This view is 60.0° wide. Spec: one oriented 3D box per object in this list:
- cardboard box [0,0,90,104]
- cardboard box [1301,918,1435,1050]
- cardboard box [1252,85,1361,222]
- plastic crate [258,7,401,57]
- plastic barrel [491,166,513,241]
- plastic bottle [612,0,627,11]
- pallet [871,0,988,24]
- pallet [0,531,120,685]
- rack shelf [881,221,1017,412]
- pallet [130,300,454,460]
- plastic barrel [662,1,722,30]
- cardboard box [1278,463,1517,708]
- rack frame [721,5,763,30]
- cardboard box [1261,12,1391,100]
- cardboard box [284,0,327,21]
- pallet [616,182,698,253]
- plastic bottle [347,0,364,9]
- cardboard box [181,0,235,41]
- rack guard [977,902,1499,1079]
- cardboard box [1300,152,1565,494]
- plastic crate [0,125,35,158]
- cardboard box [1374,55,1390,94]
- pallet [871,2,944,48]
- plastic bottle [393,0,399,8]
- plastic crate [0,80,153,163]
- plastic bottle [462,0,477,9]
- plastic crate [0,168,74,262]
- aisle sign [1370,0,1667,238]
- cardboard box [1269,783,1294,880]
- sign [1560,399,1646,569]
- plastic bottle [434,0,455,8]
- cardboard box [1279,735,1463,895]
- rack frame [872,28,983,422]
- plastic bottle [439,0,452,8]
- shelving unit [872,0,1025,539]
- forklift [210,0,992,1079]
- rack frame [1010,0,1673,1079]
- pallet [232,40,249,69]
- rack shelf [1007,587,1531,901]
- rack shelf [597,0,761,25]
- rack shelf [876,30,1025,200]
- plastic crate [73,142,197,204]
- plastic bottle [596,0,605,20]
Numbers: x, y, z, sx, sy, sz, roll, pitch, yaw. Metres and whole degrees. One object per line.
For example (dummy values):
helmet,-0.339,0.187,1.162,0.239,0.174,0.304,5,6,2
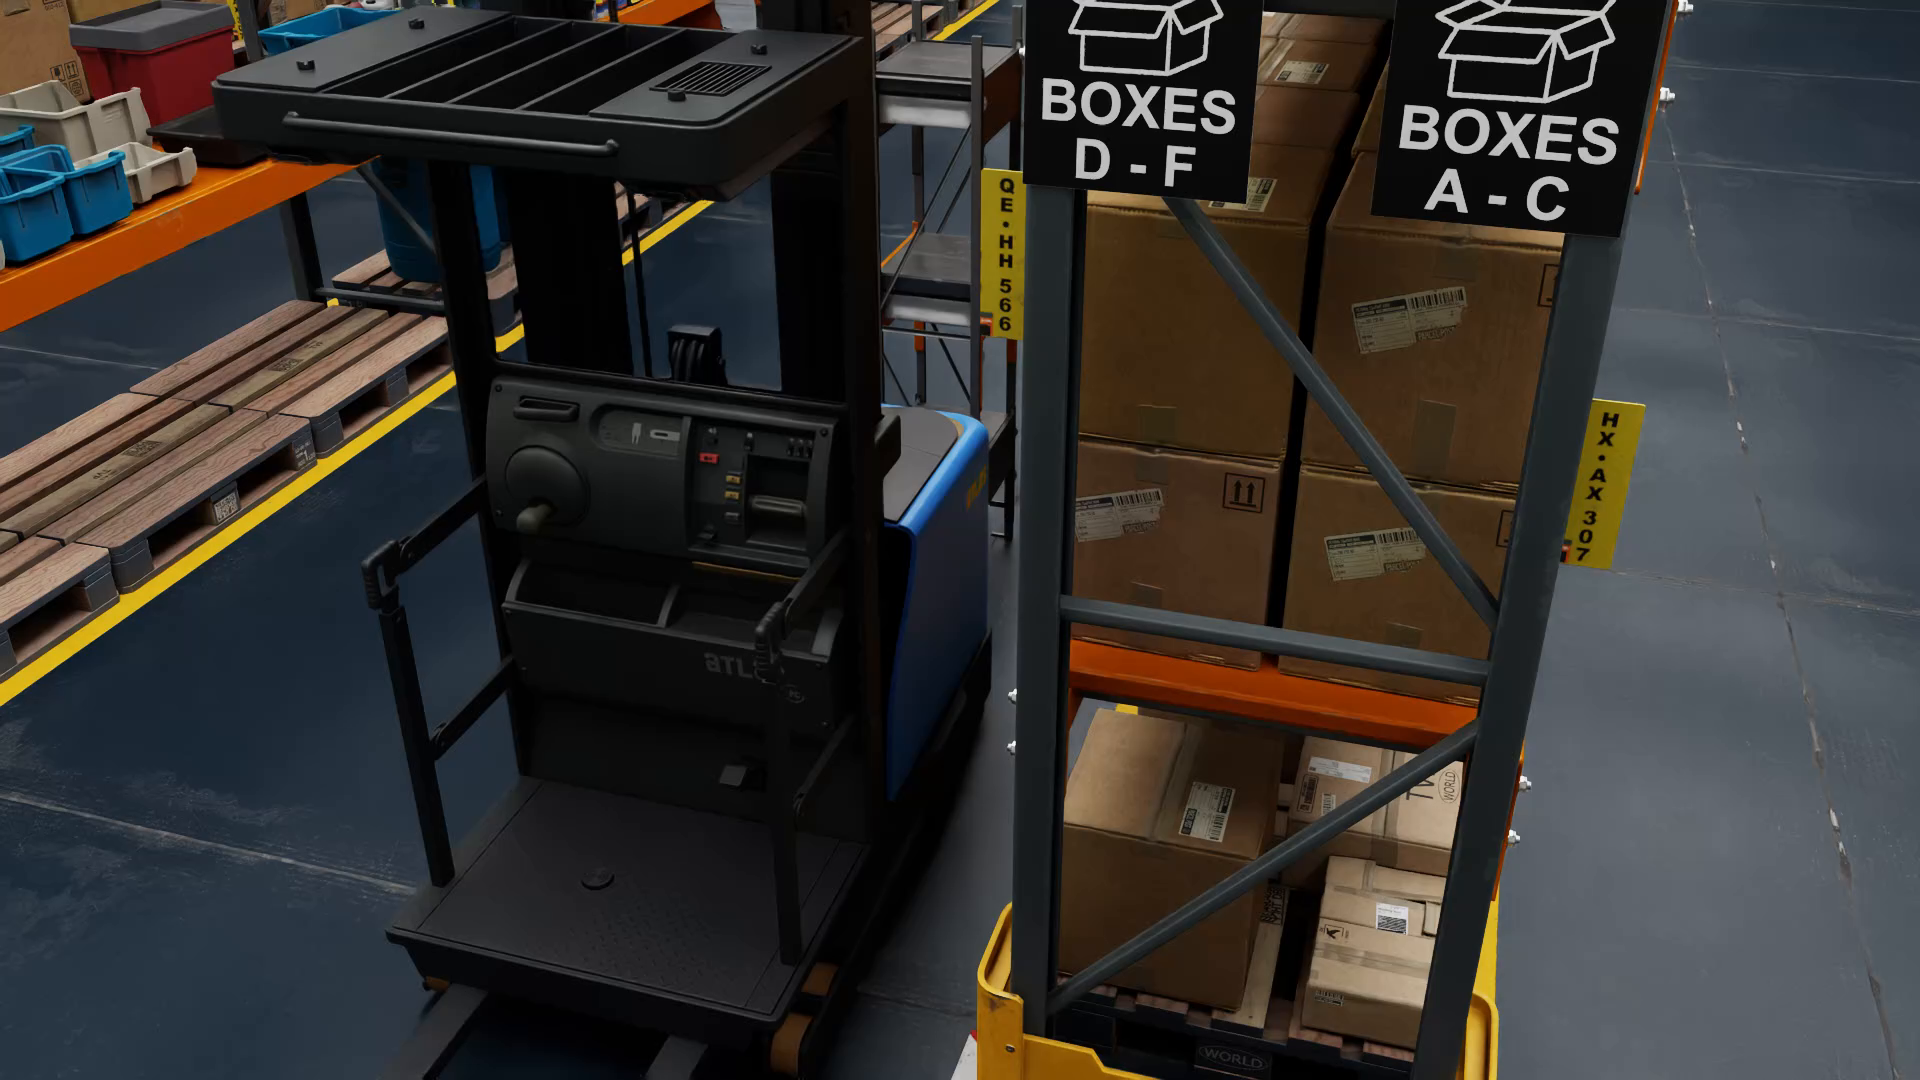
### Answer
cardboard box,-7.001,-3.453,11.625,1.225,0.875,0.875,9,30,15
cardboard box,1.063,1.113,4.145,0.380,0.149,0.250,8,30,15
cardboard box,0.627,-0.757,3.894,0.500,0.500,0.500,9,30,16
plastic crate,-2.759,-2.117,7.424,0.392,0.384,0.575,8,30,15
plastic barrel,-2.565,-2.209,9.362,0.600,0.901,0.708,8,30,15
plastic bottle,-2.001,-3.204,9.475,0.144,0.351,0.185,8,30,15
pallet,-0.363,-5.168,15.823,1.003,0.211,1.213,8,30,15
pallet,-3.843,0.337,5.927,1.003,0.211,1.213,8,30,15
rack shelf,-0.049,-0.829,6.108,0.431,0.518,0.480,8,30,15
pallet,-3.127,-0.797,7.966,1.003,0.211,1.213,8,30,15
plastic barrel,-1.902,-3.227,11.266,0.600,0.830,0.708,8,30,15
cardboard box,0.994,-0.008,3.576,0.500,0.500,0.500,9,30,16
rack frame,-1.774,-4.222,11.254,1.000,3.000,0.127,8,30,15
cardboard box,0.925,-1.237,4.757,0.500,0.500,0.500,9,30,16
cardboard box,-6.021,-4.867,14.532,0.700,0.500,0.500,11,31,19
pallet,-2.326,-2.066,10.246,1.003,0.211,1.213,8,30,15
plastic bottle,-3.118,-2.655,8.558,0.061,0.283,0.133,8,30,15
cardboard box,-6.332,-4.343,13.590,0.700,0.500,0.500,7,30,12
rack guard,0.634,1.262,3.968,1.175,0.500,0.348,8,30,15
cardboard box,0.994,-0.445,3.332,0.500,0.500,0.500,9,30,16
plastic crate,-3.765,-1.448,6.378,0.416,0.233,0.300,8,30,15
cardboard box,1.292,-0.921,4.188,0.500,0.500,0.500,9,30,16
pallet,-0.794,-4.492,14.607,1.003,0.211,1.213,8,30,15
plastic bottle,-2.991,-2.815,8.776,0.144,0.351,0.185,8,30,15
plastic crate,-3.573,-1.654,6.698,0.437,0.282,0.530,8,30,15
plastic bottle,-2.722,-2.993,9.178,0.097,0.271,0.097,0,29,0
plastic crate,-3.349,-1.137,5.818,0.416,0.233,0.300,8,30,15
aisle sign,0.872,-0.858,2.532,0.394,0.787,0.004,8,30,15
cardboard box,0.741,0.787,4.711,0.380,0.166,0.250,8,30,15
sign,1.130,-0.096,2.947,0.100,0.325,0.005,8,30,15
plastic bottle,-2.799,-2.881,8.893,0.144,0.351,0.185,8,30,15
cardboard box,1.189,0.769,4.657,0.500,0.250,0.500,8,30,15
rack frame,-0.120,-0.727,5.897,0.400,2.100,0.015,8,30,15
plastic bottle,-2.523,-2.477,8.169,0.144,0.351,0.185,8,30,15
shelving unit,-0.049,-0.841,6.101,0.431,2.100,0.503,8,30,15
forklift,-0.814,-0.119,3.949,1.130,2.935,3.031,8,30,15
rack frame,0.615,0.205,3.296,0.949,2.616,0.053,8,30,15
pallet,-6.278,-4.073,13.854,1.003,0.211,1.213,8,30,15
rack shelf,1.199,-0.411,5.142,1.077,0.370,4.000,8,30,15
rack shelf,-2.361,-2.978,9.758,1.077,0.370,4.000,8,30,15
rack shelf,-0.049,-1.440,5.768,0.431,0.518,0.480,8,30,15
plastic crate,-3.172,-1.422,6.430,0.293,0.136,0.466,8,30,15
plastic bottle,-2.048,-3.055,9.289,0.097,0.271,0.097,0,29,0
